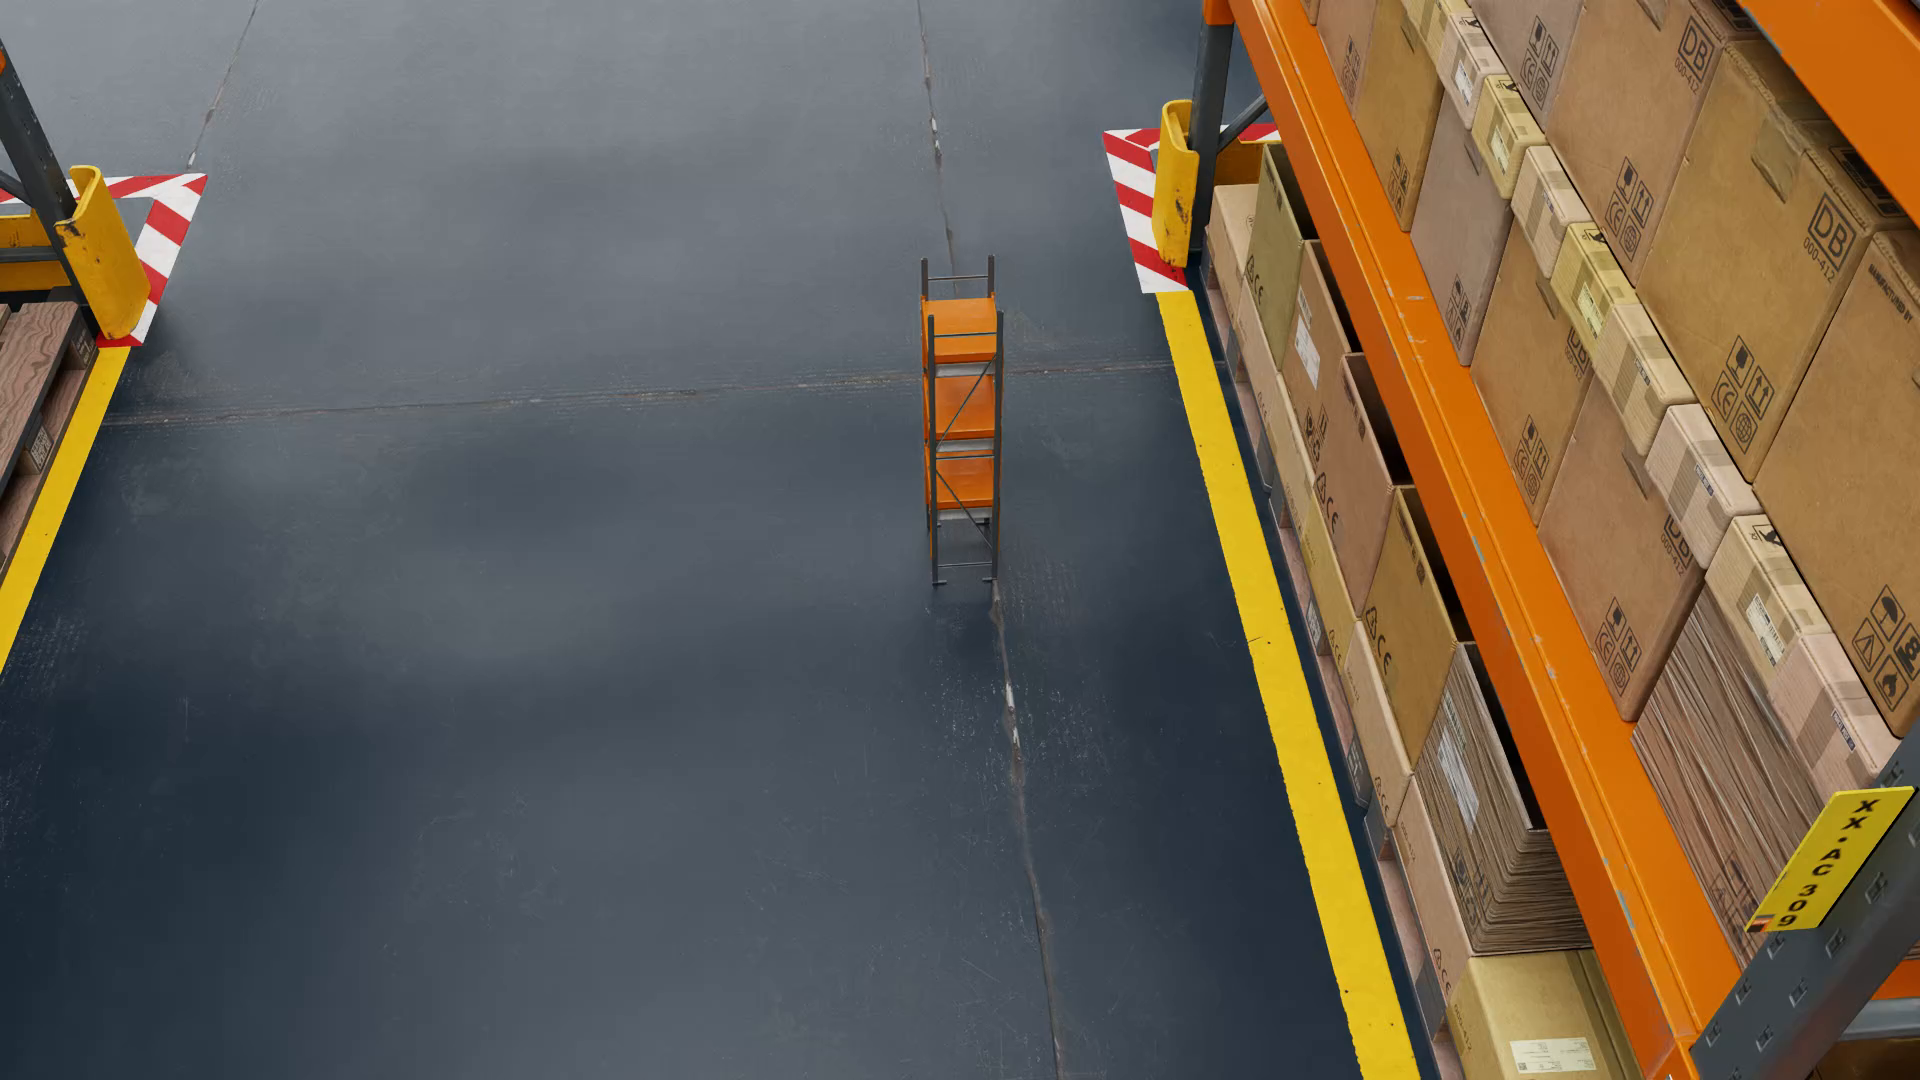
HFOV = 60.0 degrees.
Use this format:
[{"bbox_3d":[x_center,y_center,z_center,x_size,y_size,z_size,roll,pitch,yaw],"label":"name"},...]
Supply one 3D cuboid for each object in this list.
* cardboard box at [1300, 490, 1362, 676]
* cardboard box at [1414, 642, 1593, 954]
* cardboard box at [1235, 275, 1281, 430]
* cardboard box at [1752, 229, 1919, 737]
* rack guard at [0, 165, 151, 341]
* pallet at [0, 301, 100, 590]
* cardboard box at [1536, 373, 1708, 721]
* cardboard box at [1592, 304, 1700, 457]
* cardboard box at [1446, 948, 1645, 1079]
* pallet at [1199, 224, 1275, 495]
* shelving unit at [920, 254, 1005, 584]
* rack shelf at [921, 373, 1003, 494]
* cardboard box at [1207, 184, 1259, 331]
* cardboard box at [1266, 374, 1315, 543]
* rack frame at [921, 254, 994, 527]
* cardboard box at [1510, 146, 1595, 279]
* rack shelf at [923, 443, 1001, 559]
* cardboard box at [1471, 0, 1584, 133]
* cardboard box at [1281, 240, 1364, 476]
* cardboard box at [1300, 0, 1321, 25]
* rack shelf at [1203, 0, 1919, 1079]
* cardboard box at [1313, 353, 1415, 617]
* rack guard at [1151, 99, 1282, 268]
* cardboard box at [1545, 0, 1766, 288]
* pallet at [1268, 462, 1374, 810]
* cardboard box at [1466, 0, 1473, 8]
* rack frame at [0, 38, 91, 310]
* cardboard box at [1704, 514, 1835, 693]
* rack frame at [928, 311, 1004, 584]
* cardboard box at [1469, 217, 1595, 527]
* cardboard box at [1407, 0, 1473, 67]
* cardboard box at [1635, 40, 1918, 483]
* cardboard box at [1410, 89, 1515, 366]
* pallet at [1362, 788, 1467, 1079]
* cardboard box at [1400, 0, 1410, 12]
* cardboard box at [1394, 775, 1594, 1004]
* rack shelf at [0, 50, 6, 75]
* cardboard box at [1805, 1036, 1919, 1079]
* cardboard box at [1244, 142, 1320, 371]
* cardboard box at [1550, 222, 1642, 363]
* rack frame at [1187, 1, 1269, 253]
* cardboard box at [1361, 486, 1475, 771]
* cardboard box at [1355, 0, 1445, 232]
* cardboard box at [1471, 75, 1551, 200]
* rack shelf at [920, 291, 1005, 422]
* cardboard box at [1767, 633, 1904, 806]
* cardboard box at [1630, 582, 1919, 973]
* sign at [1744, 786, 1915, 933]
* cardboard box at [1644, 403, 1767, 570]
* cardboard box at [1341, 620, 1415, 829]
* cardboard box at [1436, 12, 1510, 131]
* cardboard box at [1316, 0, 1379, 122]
[{"bbox_3d":[1.278,0.100,4.694,0.500,0.250,0.500,-3,47,-3],"label":"cardboard box"},{"bbox_3d":[1.379,0.565,3.737,0.500,0.500,0.500,-3,47,-3],"label":"cardboard box"},{"bbox_3d":[1.200,-0.624,5.379,0.500,0.250,0.500,-3,47,-3],"label":"cardboard box"},{"bbox_3d":[1.622,-0.095,2.312,0.700,0.500,0.500,-3,47,-3],"label":"cardboard box"},{"bbox_3d":[-3.552,-0.978,5.832,1.175,0.500,0.348,-3,47,-3],"label":"rack guard"},{"bbox_3d":[-3.489,-0.290,5.380,1.003,0.211,1.213,-3,47,-3],"label":"pallet"},{"bbox_3d":[1.572,-0.030,3.144,0.700,0.500,0.500,-4,47,-4],"label":"cardboard box"},{"bbox_3d":[1.363,-0.293,2.946,0.380,0.149,0.250,-4,47,-3],"label":"cardboard box"},{"bbox_3d":[1.409,1.185,3.666,0.500,0.250,0.500,-3,47,-3],"label":"cardboard box"},{"bbox_3d":[1.437,-0.678,5.747,1.003,0.211,1.213,-3,47,-3],"label":"pallet"},{"bbox_3d":[0.004,-0.322,4.832,0.215,1.050,0.252,-3,47,-3],"label":"shelving unit"},{"bbox_3d":[0.004,-0.315,4.840,0.215,0.259,0.240,-3,47,-3],"label":"rack shelf"},{"bbox_3d":[1.154,-0.985,5.722,0.500,0.250,0.500,-3,47,-3],"label":"cardboard box"},{"bbox_3d":[1.241,-0.262,5.037,0.500,0.250,0.500,-3,47,-3],"label":"cardboard box"},{"bbox_3d":[-0.006,-0.411,4.916,0.200,1.050,0.008,-3,47,-3],"label":"rack frame"},{"bbox_3d":[1.325,-0.654,3.287,0.380,0.149,0.250,-2,47,-2],"label":"cardboard box"},{"bbox_3d":[0.004,-0.124,5.042,0.215,0.259,0.240,-3,47,-3],"label":"rack shelf"},{"bbox_3d":[1.496,-1.184,3.343,0.700,0.500,0.500,-3,47,-3],"label":"cardboard box"},{"bbox_3d":[1.253,-0.520,4.765,0.500,0.500,0.500,-3,47,-3],"label":"cardboard box"},{"bbox_3d":[1.357,-1.884,4.899,0.700,0.500,0.500,-3,47,-3],"label":"cardboard box"},{"bbox_3d":[1.498,-0.493,4.147,1.077,0.370,4.000,-3,47,-3],"label":"rack shelf"},{"bbox_3d":[1.277,-0.158,4.421,0.500,0.500,0.500,-3,47,-3],"label":"cardboard box"},{"bbox_3d":[1.329,-1.346,6.180,1.175,0.500,0.348,-3,47,-3],"label":"rack guard"},{"bbox_3d":[1.538,-0.823,3.001,0.700,0.500,0.500,-4,47,-3],"label":"cardboard box"},{"bbox_3d":[1.536,0.202,4.913,1.003,0.211,1.213,-3,47,-3],"label":"pallet"},{"bbox_3d":[1.454,-1.547,3.686,0.700,0.500,0.500,-3,47,-3],"label":"cardboard box"},{"bbox_3d":[-3.605,-1.889,4.973,1.000,3.000,0.127,-3,47,-3],"label":"rack frame"},{"bbox_3d":[1.411,0.086,2.587,0.380,0.149,0.250,-4,47,-4],"label":"cardboard box"},{"bbox_3d":[0.015,-0.234,4.749,0.200,1.050,0.008,-3,47,-3],"label":"rack frame"},{"bbox_3d":[1.534,-0.393,3.488,0.700,0.500,0.500,-3,47,-3],"label":"cardboard box"},{"bbox_3d":[1.259,-1.217,3.821,0.380,0.149,0.250,-4,47,-4],"label":"cardboard box"},{"bbox_3d":[1.579,-0.460,2.658,0.700,0.500,0.500,-4,47,-3],"label":"cardboard box"},{"bbox_3d":[1.490,-0.764,3.838,0.700,0.500,0.500,-2,47,-2],"label":"cardboard box"},{"bbox_3d":[1.641,1.087,4.075,1.003,0.211,1.213,-3,47,-3],"label":"pallet"},{"bbox_3d":[1.237,-1.401,3.996,0.380,0.149,0.250,-5,47,-5],"label":"cardboard box"},{"bbox_3d":[1.377,0.823,4.009,0.500,0.250,0.500,-3,47,-3],"label":"cardboard box"},{"bbox_3d":[-3.438,-0.195,3.864,1.077,0.370,4.000,-3,47,-3],"label":"rack shelf"},{"bbox_3d":[1.939,0.895,3.425,0.500,0.500,0.500,-3,47,-3],"label":"cardboard box"},{"bbox_3d":[1.198,-0.881,5.107,0.500,0.500,0.500,-3,47,-3],"label":"cardboard box"},{"bbox_3d":[1.346,-0.471,3.115,0.380,0.149,0.250,-4,47,-3],"label":"cardboard box"},{"bbox_3d":[1.331,-2.188,5.256,1.000,3.000,0.127,-3,47,-3],"label":"rack frame"},{"bbox_3d":[1.333,0.203,4.080,0.500,0.500,0.500,-3,47,-3],"label":"cardboard box"},{"bbox_3d":[1.442,-1.144,4.199,0.700,0.500,0.500,-3,47,-3],"label":"cardboard box"},{"bbox_3d":[1.300,-0.846,3.469,0.380,0.149,0.250,-2,47,-2],"label":"cardboard box"},{"bbox_3d":[0.004,-0.510,4.634,0.215,0.259,0.240,-3,47,-3],"label":"rack shelf"},{"bbox_3d":[1.430,0.265,2.417,0.380,0.149,0.250,-4,47,-3],"label":"cardboard box"},{"bbox_3d":[1.622,0.351,2.783,0.700,0.500,0.500,-5,47,-4],"label":"cardboard box"},{"bbox_3d":[1.113,0.416,2.139,0.100,0.325,0.005,-3,47,-3],"label":"sign"},{"bbox_3d":[1.386,-0.103,2.766,0.380,0.149,0.250,-5,47,-4],"label":"cardboard box"},{"bbox_3d":[1.321,0.462,4.351,0.500,0.250,0.500,-3,47,-3],"label":"cardboard box"},{"bbox_3d":[1.277,-1.036,3.650,0.380,0.149,0.250,-3,47,-3],"label":"cardboard box"},{"bbox_3d":[1.406,-1.504,4.540,0.700,0.500,0.500,-2,47,-2],"label":"cardboard box"}]
